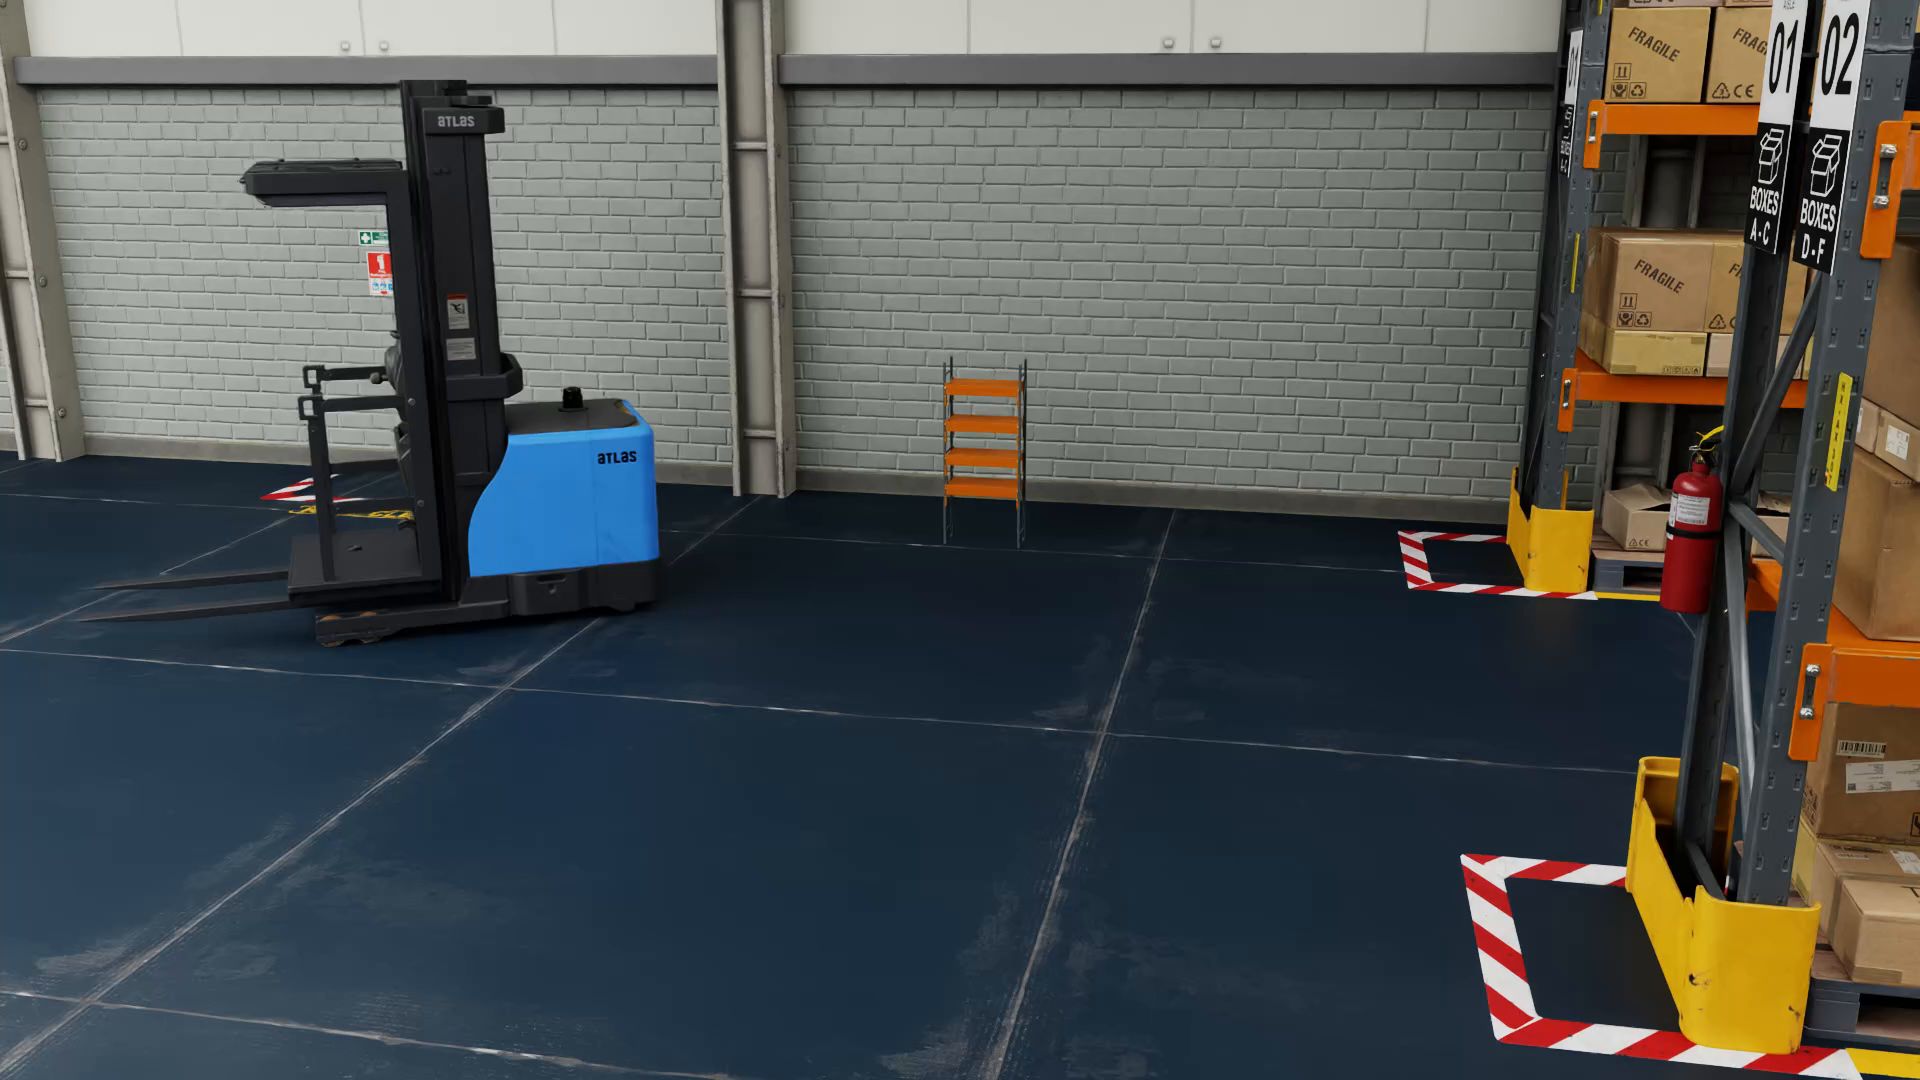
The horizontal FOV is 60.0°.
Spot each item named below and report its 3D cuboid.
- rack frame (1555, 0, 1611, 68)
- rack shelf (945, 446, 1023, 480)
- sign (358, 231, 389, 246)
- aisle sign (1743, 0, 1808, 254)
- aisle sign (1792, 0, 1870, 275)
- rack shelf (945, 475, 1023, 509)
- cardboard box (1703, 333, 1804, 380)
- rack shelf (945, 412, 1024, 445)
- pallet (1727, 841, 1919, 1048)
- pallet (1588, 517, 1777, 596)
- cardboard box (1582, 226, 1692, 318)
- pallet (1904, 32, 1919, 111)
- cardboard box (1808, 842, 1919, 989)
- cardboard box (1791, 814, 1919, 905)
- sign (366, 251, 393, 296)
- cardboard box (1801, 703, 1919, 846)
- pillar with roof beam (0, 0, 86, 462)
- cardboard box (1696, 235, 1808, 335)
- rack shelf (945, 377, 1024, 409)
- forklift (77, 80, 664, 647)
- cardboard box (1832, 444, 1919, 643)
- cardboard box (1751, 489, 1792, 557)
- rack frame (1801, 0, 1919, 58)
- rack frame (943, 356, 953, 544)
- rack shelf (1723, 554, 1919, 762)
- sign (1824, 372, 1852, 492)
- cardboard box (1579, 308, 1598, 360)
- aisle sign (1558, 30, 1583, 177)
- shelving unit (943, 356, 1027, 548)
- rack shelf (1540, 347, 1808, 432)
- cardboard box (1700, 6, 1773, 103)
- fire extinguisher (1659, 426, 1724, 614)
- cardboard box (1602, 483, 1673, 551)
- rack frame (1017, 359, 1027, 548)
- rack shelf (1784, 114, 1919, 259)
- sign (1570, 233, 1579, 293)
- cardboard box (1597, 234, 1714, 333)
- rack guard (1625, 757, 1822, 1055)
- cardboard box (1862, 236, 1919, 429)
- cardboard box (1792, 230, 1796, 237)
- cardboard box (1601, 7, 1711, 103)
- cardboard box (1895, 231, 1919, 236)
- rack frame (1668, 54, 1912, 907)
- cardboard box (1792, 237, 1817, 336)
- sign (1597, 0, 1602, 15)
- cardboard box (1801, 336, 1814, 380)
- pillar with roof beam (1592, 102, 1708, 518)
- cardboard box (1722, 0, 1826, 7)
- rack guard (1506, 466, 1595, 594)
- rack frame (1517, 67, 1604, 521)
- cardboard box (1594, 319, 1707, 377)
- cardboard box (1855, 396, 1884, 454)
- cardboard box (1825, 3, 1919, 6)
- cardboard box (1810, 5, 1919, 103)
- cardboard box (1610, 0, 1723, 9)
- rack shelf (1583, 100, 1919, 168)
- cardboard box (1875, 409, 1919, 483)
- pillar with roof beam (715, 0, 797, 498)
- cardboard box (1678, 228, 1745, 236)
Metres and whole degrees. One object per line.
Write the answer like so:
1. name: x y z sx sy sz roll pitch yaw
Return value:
1. rack frame: 3.586 -4.183 9.235 0.127 3.000 1.000 3 16 11
2. rack shelf: 0.162 -0.505 10.818 0.480 0.148 0.258 3 16 11
3. sign: -4.368 -2.268 12.500 0.331 0.109 0.001 3 16 11
4. aisle sign: 2.596 -1.329 5.300 0.004 0.787 0.394 3 16 11
5. aisle sign: 2.477 -1.172 4.733 0.004 0.787 0.394 3 16 11
6. rack shelf: 0.162 -0.313 10.871 0.480 0.148 0.258 3 16 11
7. cardboard box: 4.512 -1.096 9.573 0.500 0.250 0.500 3 16 9
8. rack shelf: 0.162 -0.720 10.758 0.480 0.148 0.258 3 16 11
9. pallet: 3.360 1.378 5.622 1.213 0.211 1.003 3 16 11
10. pallet: 4.449 0.109 10.204 1.213 0.211 1.003 3 16 11
11. cardboard box: 4.090 -1.621 10.063 0.500 0.500 0.500 3 16 10
12. pallet: 3.290 -1.354 4.808 1.213 0.211 1.003 3 16 11
13. cardboard box: 3.083 1.214 5.355 0.500 0.250 0.500 3 16 11
14. cardboard box: 3.187 1.078 5.844 0.500 0.250 0.500 3 16 11
15. sign: -4.371 -2.015 12.580 0.234 0.329 0.001 3 16 11
16. cardboard box: 3.187 0.717 5.746 0.500 0.500 0.500 3 16 11
17. pillar with roof beam: -8.173 -3.884 8.156 0.400 9.000 9.100 3 16 11
18. cardboard box: 4.476 -1.457 9.473 0.500 0.500 0.500 3 16 11
19. rack shelf: 0.162 -0.948 10.695 0.480 0.148 0.258 3 16 11
20. forklift: -3.276 -0.998 9.104 3.031 2.935 1.130 -5 16 -19
21. cardboard box: 3.057 -0.016 5.242 0.500 0.500 0.700 3 16 11
22. cardboard box: 4.805 -0.117 10.009 0.500 0.311 0.500 4 16 16
23. rack frame: 2.602 -2.887 4.556 0.127 3.000 1.000 3 16 11
24. rack frame: -0.077 -0.582 10.847 0.015 1.200 0.240 3 16 11
25. rack shelf: 4.562 0.458 5.069 4.000 0.370 1.077 3 16 11
26. sign: 2.486 -0.306 4.708 0.005 0.325 0.100 3 16 11
27. cardboard box: 4.082 -1.255 10.146 0.500 0.250 0.500 3 16 12
28. aisle sign: 3.455 -2.470 9.419 0.004 0.787 0.394 3 16 11
29. shelving unit: 0.162 -0.569 10.800 0.503 1.200 0.258 3 16 11
30. rack shelf: 5.546 -0.838 9.748 4.000 0.370 1.077 3 16 11
31. cardboard box: 4.383 -2.674 9.182 0.500 0.500 0.500 4 16 15
32. fire extinguisher: 2.579 -0.086 5.829 0.183 0.674 0.296 3 16 11
33. cardboard box: 4.246 -0.147 10.118 0.500 0.311 0.500 1 16 5
34. rack frame: 0.401 -0.556 10.753 0.015 1.200 0.240 3 16 11
35. rack shelf: 4.562 -0.988 4.668 4.000 0.370 1.077 3 16 11
36. sign: 3.478 -1.567 9.408 0.005 0.325 0.100 3 16 11
37. cardboard box: 3.994 -1.486 9.577 0.500 0.500 0.500 3 16 11
38. rack guard: 2.579 1.208 5.695 0.348 0.500 1.175 3 16 11
39. cardboard box: 3.109 -0.638 5.058 0.500 0.500 0.700 3 16 11
40. cardboard box: 5.089 -1.565 9.862 0.500 0.500 0.500 3 16 10
41. cardboard box: 3.864 -2.712 9.319 0.500 0.500 0.500 4 16 13
42. cardboard box: 5.582 -1.538 9.765 0.500 0.500 0.500 3 16 12
43. rack frame: 2.602 0.004 5.357 0.127 3.000 1.000 3 16 11
44. cardboard box: 4.981 -1.428 9.368 0.500 0.500 0.500 3 16 9
45. sign: 3.478 -3.016 9.006 0.005 0.325 0.100 3 16 11
46. cardboard box: 5.010 -1.067 9.470 0.500 0.250 0.500 3 16 10
47. pillar with roof beam: 3.586 -3.246 5.852 0.400 9.000 9.100 3 16 11
48. cardboard box: 4.396 -3.153 9.038 0.500 0.500 0.500 3 16 10
49. rack guard: 3.660 -0.083 10.355 0.348 0.500 1.175 3 16 11
50. rack frame: 3.586 -1.292 10.036 0.127 3.000 1.000 3 16 11
51. cardboard box: 4.001 -1.120 9.659 0.500 0.250 0.500 3 16 9
52. cardboard box: 3.015 -0.386 5.363 0.250 0.149 0.380 3 16 10
53. cardboard box: 4.901 -3.129 8.950 0.500 0.500 0.500 4 16 13
54. cardboard box: 4.892 -2.647 9.086 0.500 0.500 0.500 4 16 14
55. cardboard box: 3.915 -3.193 9.183 0.500 0.500 0.500 2 16 7
56. rack shelf: 5.546 -2.284 9.347 4.000 0.370 1.077 3 16 11
57. cardboard box: 2.944 -0.279 4.978 0.250 0.149 0.380 3 16 11
58. pillar with roof beam: -2.293 -3.565 7.004 0.400 9.000 9.100 3 16 11
59. cardboard box: 4.581 -1.592 9.957 0.500 0.500 0.500 3 16 12
